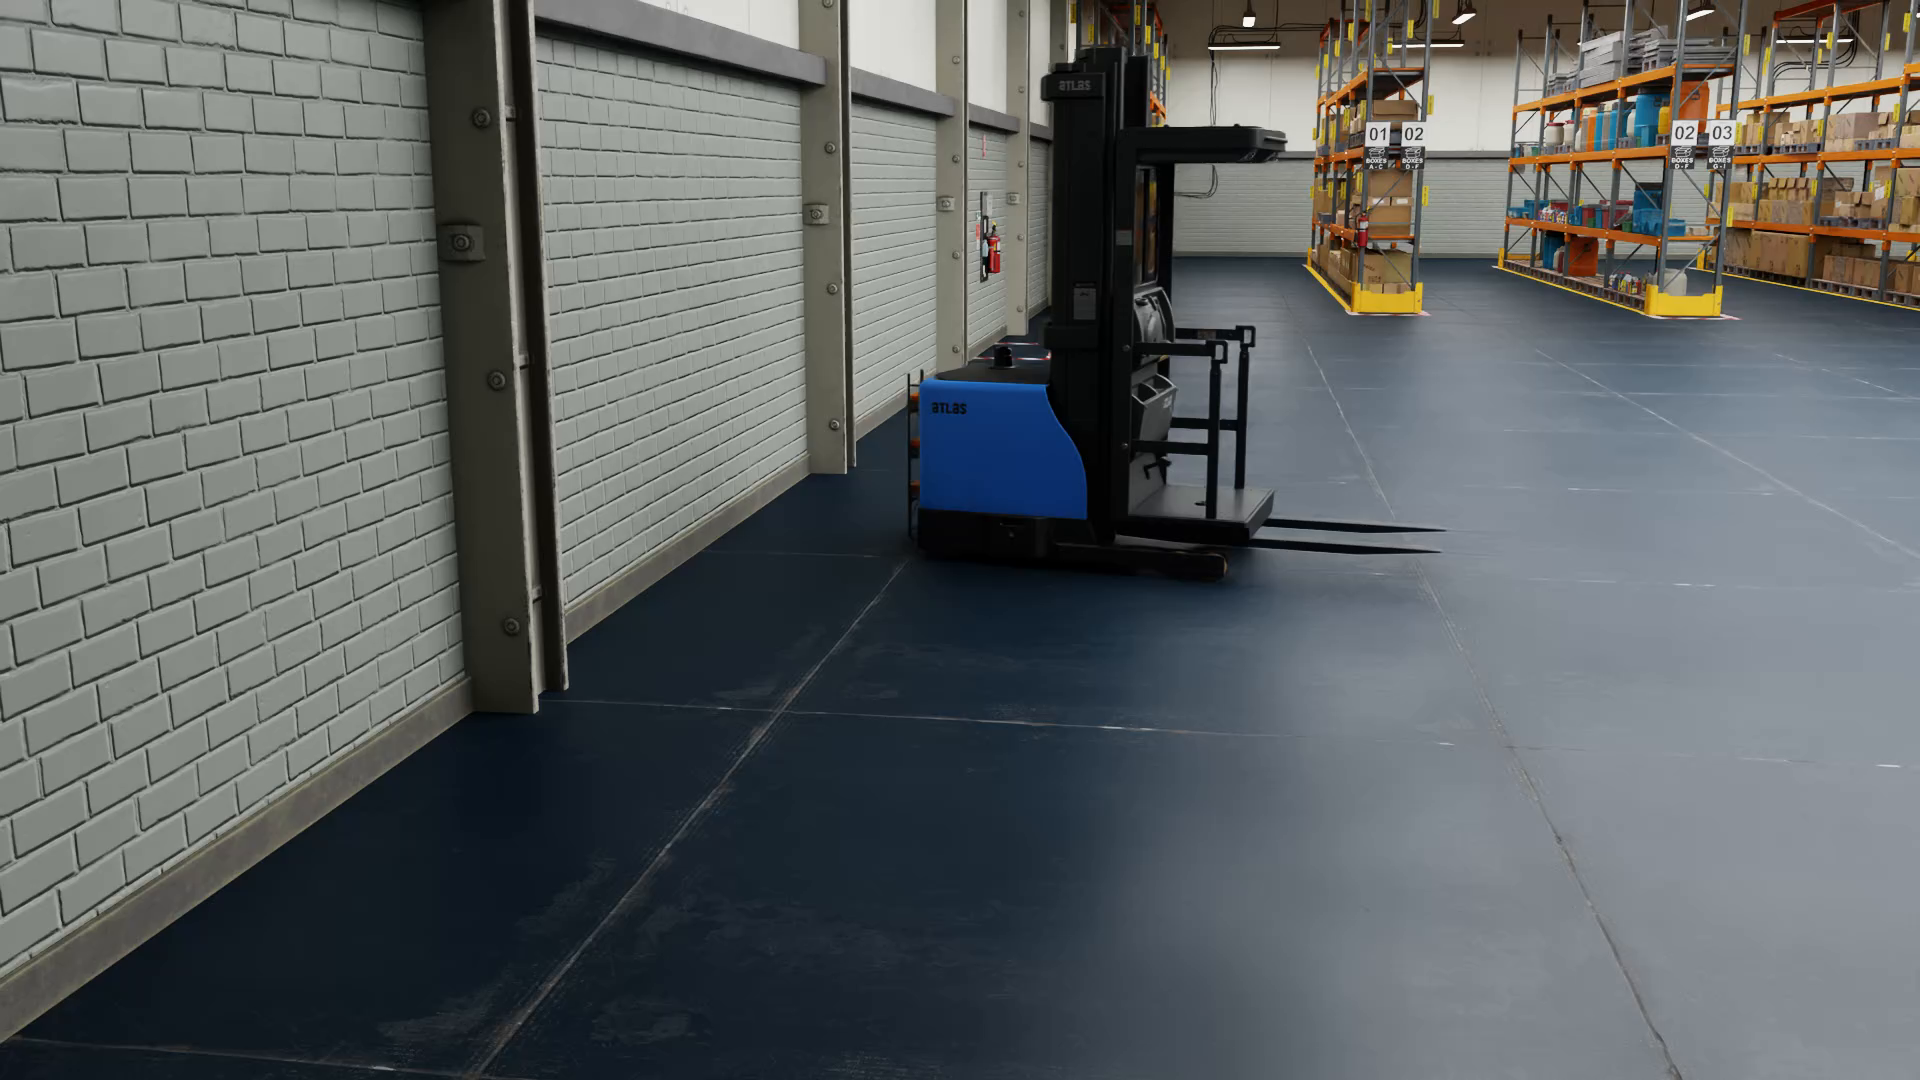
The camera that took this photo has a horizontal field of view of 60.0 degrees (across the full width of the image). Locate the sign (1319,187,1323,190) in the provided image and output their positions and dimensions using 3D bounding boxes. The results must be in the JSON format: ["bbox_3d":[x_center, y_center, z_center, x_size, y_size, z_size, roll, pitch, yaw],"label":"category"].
[{"bbox_3d":[8.709,-8.374,40.173,0.100,0.325,0.005,2,12,9],"label":"sign"}]

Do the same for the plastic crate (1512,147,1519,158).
[{"bbox_3d":[14.421,-9.937,42.673,0.497,0.269,0.590,2,12,9],"label":"plastic crate"}]

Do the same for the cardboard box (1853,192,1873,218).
[{"bbox_3d":[17.979,-6.567,32.603,0.797,0.503,0.637,3,13,14],"label":"cardboard box"}]

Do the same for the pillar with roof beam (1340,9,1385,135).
[{"bbox_3d":[17.083,-11.861,36.476,17.304,5.858,4.923,2,12,9],"label":"pillar with roof beam"}]

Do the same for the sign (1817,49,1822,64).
[{"bbox_3d":[19.572,-11.026,37.888,0.100,0.325,0.005,2,12,9],"label":"sign"}]

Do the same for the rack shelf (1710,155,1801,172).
[{"bbox_3d":[19.342,-9.144,40.389,1.077,0.370,4.000,2,12,9],"label":"rack shelf"}]

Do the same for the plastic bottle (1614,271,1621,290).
[{"bbox_3d":[12.376,-4.873,31.230,0.144,0.351,0.185,2,12,10],"label":"plastic bottle"}]

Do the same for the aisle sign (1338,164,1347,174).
[{"bbox_3d":[10.175,-10.042,43.800,0.394,0.787,0.004,2,12,9],"label":"aisle sign"}]

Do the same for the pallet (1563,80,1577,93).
[{"bbox_3d":[13.666,-9.734,35.700,1.213,0.211,1.003,2,12,9],"label":"pallet"}]

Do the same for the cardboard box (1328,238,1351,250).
[{"bbox_3d":[8.548,-6.676,37.458,0.500,0.250,0.500,2,12,11],"label":"cardboard box"}]

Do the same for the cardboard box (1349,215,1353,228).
[{"bbox_3d":[7.970,-6.392,33.354,0.396,0.266,0.258,2,12,7],"label":"cardboard box"}]

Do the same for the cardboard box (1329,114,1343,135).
[{"bbox_3d":[9.283,-10.041,40.234,0.700,0.500,0.500,2,12,9],"label":"cardboard box"}]

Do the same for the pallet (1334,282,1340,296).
[{"bbox_3d":[8.091,-5.061,33.474,1.003,0.211,1.213,2,12,9],"label":"pallet"}]

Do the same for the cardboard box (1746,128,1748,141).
[{"bbox_3d":[19.403,-9.763,40.083,0.700,0.500,0.500,2,12,11],"label":"cardboard box"}]

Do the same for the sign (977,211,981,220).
[{"bbox_3d":[0.240,-4.173,21.394,0.001,0.109,0.331,2,12,9],"label":"sign"}]

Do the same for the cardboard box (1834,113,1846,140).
[{"bbox_3d":[18.011,-8.345,33.550,0.500,0.500,0.500,2,12,9],"label":"cardboard box"}]

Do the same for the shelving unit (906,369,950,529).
[{"bbox_3d":[-0.192,-0.537,10.492,0.215,1.050,0.249,4,13,18],"label":"shelving unit"}]

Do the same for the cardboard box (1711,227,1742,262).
[{"bbox_3d":[19.630,-7.476,42.110,0.875,0.875,0.875,2,12,9],"label":"cardboard box"}]

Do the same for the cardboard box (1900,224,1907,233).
[{"bbox_3d":[17.411,-5.685,30.349,0.380,0.149,0.250,2,12,9],"label":"cardboard box"}]

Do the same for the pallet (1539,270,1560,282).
[{"bbox_3d":[13.795,-5.996,37.815,1.003,0.211,1.213,2,12,9],"label":"pallet"}]

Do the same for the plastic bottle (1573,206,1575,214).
[{"bbox_3d":[14.151,-7.513,38.353,0.144,0.351,0.185,2,12,9],"label":"plastic bottle"}]

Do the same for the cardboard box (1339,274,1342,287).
[{"bbox_3d":[7.645,-5.043,32.306,0.500,0.250,0.500,2,12,9],"label":"cardboard box"}]

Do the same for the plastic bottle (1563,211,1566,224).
[{"bbox_3d":[13.201,-7.029,36.268,0.061,0.283,0.133,2,12,9],"label":"plastic bottle"}]

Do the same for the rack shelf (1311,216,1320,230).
[{"bbox_3d":[9.554,-7.999,42.198,1.077,0.370,4.000,2,12,9],"label":"rack shelf"}]

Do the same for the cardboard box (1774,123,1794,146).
[{"bbox_3d":[18.955,-9.212,37.765,0.700,0.500,0.500,2,12,10],"label":"cardboard box"}]

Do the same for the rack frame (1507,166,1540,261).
[{"bbox_3d":[14.759,-8.606,43.305,0.949,2.616,0.053,2,12,9],"label":"rack frame"}]

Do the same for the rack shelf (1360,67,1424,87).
[{"bbox_3d":[7.708,-8.334,29.996,0.919,0.124,3.809,2,12,9],"label":"rack shelf"}]

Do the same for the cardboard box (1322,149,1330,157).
[{"bbox_3d":[9.058,-9.437,40.400,0.500,0.250,0.500,2,12,9],"label":"cardboard box"}]

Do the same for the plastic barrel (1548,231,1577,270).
[{"bbox_3d":[13.931,-6.693,38.412,0.600,0.901,0.708,2,12,9],"label":"plastic barrel"}]

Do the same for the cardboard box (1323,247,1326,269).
[{"bbox_3d":[8.698,-6.514,38.490,0.500,0.500,0.500,1,12,7],"label":"cardboard box"}]

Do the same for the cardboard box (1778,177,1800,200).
[{"bbox_3d":[18.827,-7.876,37.301,0.797,0.503,0.637,2,12,9],"label":"cardboard box"}]

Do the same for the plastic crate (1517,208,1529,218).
[{"bbox_3d":[14.144,-8.176,41.566,0.416,0.233,0.300,2,12,9],"label":"plastic crate"}]

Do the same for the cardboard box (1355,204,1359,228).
[{"bbox_3d":[7.879,-6.115,31.512,0.700,0.500,0.500,2,12,8],"label":"cardboard box"}]

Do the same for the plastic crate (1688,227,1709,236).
[{"bbox_3d":[12.750,-5.322,28.694,0.298,0.136,0.250,2,12,9],"label":"plastic crate"}]

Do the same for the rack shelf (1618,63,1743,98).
[{"bbox_3d":[12.602,-8.077,29.268,1.077,0.370,4.000,2,12,9],"label":"rack shelf"}]

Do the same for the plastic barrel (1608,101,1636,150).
[{"bbox_3d":[12.774,-7.932,31.869,0.600,0.901,0.708,2,12,9],"label":"plastic barrel"}]

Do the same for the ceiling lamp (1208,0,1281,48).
[{"bbox_3d":[7.875,-15.210,45.757,2.000,3.144,0.800,2,12,9],"label":"ceiling lamp"}]

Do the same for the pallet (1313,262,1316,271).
[{"bbox_3d":[9.538,-6.969,42.329,1.003,0.211,1.213,2,12,9],"label":"pallet"}]

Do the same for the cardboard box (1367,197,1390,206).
[{"bbox_3d":[7.271,-5.888,28.918,0.380,0.149,0.250,2,12,8],"label":"cardboard box"}]

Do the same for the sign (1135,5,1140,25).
[{"bbox_3d":[3.042,-9.006,28.520,0.100,0.325,0.005,2,12,9],"label":"sign"}]

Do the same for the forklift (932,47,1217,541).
[{"bbox_3d":[18.541,-5.265,27.435,24.140,3.159,46.598,4,13,18],"label":"forklift"}]

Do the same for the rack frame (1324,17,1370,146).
[{"bbox_3d":[9.246,-10.867,39.558,1.000,3.000,0.127,2,12,9],"label":"rack frame"}]

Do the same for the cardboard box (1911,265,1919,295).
[{"bbox_3d":[17.622,-4.729,30.254,0.500,0.500,0.500,6,14,27],"label":"cardboard box"}]

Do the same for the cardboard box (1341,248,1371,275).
[{"bbox_3d":[7.566,-5.306,31.744,0.500,0.500,0.500,2,12,9],"label":"cardboard box"}]

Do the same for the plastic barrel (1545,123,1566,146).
[{"bbox_3d":[13.812,-9.410,38.596,0.433,0.535,0.433,0,12,0],"label":"plastic barrel"}]

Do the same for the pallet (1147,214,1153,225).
[{"bbox_3d":[3.732,-7.016,36.383,1.213,0.211,1.003,2,12,9],"label":"pallet"}]

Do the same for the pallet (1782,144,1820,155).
[{"bbox_3d":[18.635,-8.523,36.248,1.003,0.211,1.213,2,12,11],"label":"pallet"}]

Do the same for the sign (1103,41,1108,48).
[{"bbox_3d":[3.187,-10.745,36.400,0.100,0.325,0.005,2,12,9],"label":"sign"}]

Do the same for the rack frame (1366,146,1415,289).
[{"bbox_3d":[7.398,-5.436,28.599,0.949,2.616,0.053,2,12,9],"label":"rack frame"}]

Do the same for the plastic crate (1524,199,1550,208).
[{"bbox_3d":[14.888,-8.577,42.944,0.616,0.435,0.499,2,12,9],"label":"plastic crate"}]

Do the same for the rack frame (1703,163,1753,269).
[{"bbox_3d":[19.649,-8.445,42.561,1.000,3.000,0.127,2,12,9],"label":"rack frame"}]

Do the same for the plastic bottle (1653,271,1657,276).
[{"bbox_3d":[13.096,-4.884,31.282,0.144,0.351,0.185,2,12,7],"label":"plastic bottle"}]
